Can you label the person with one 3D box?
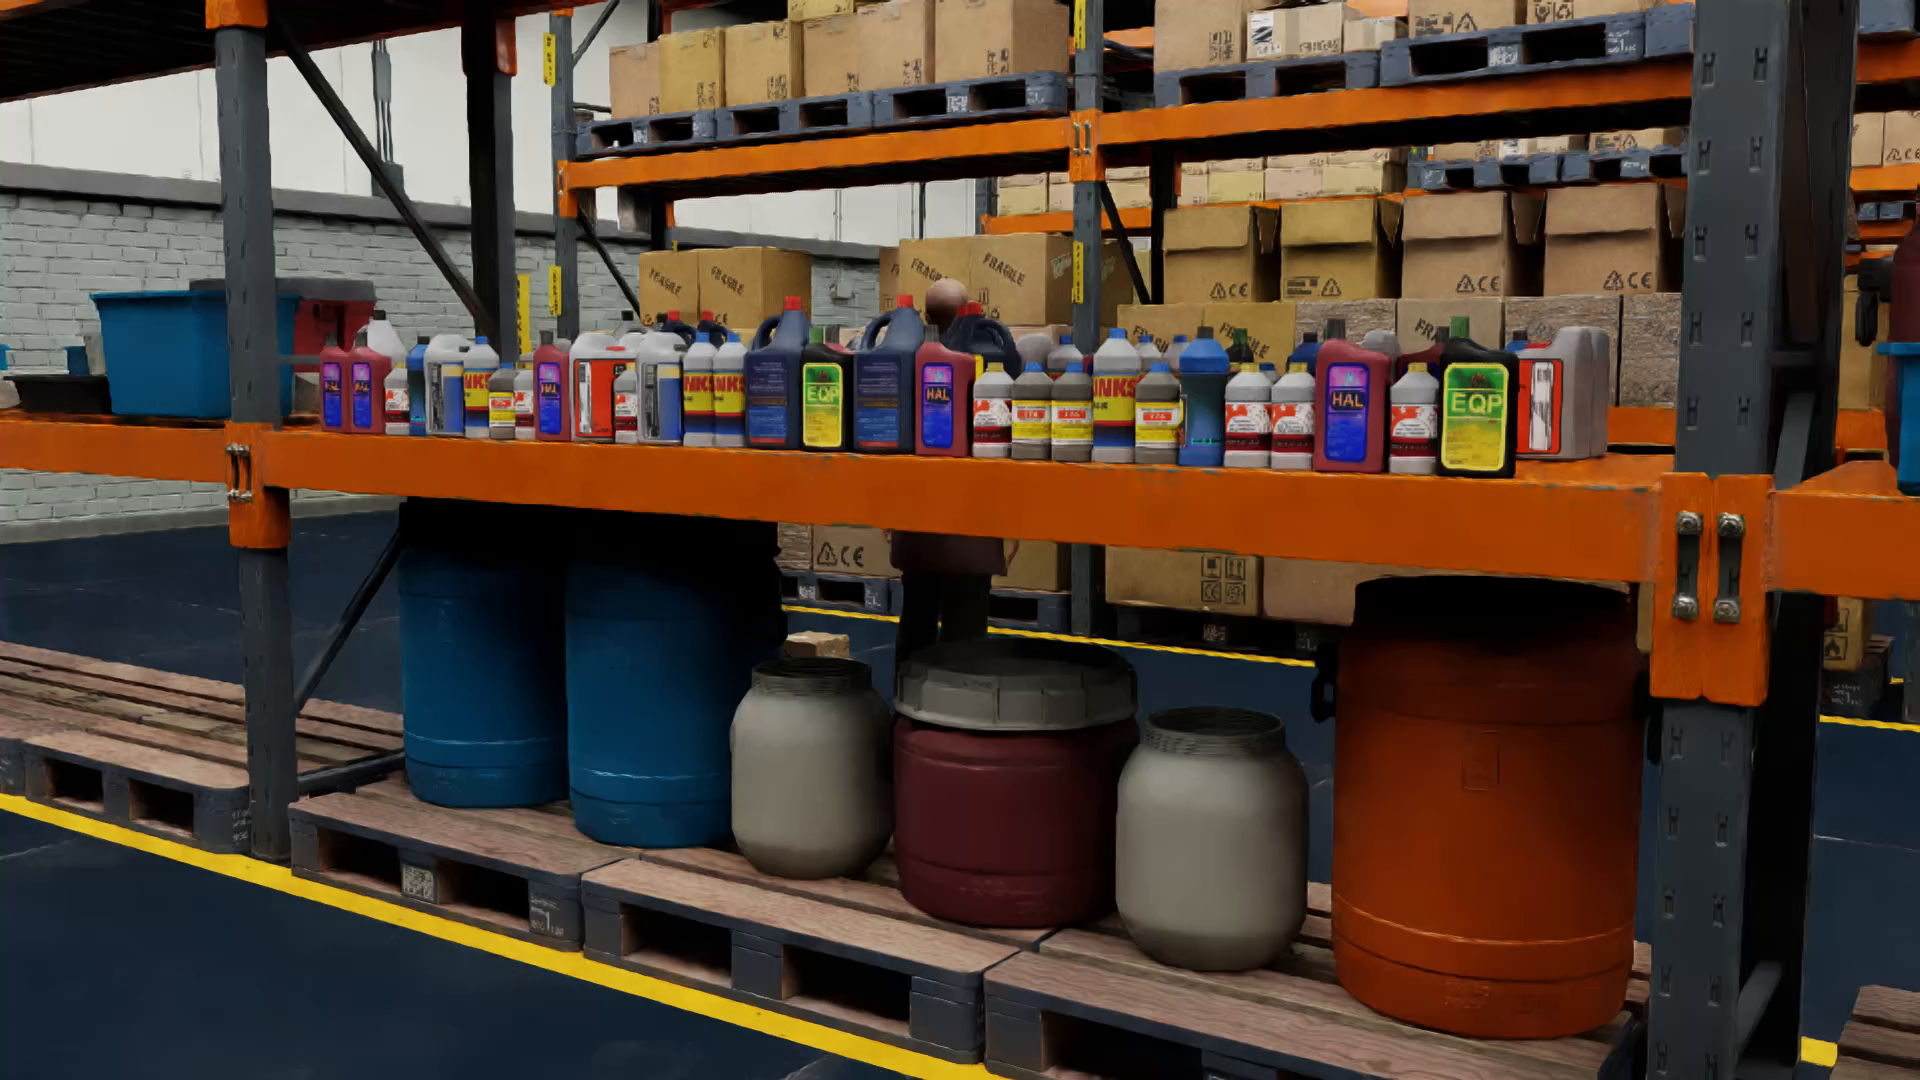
[{"bbox_3d":[-0.061,-0.321,6.297,0.677,0.931,0.341,5,8,37],"label":"person"}]
